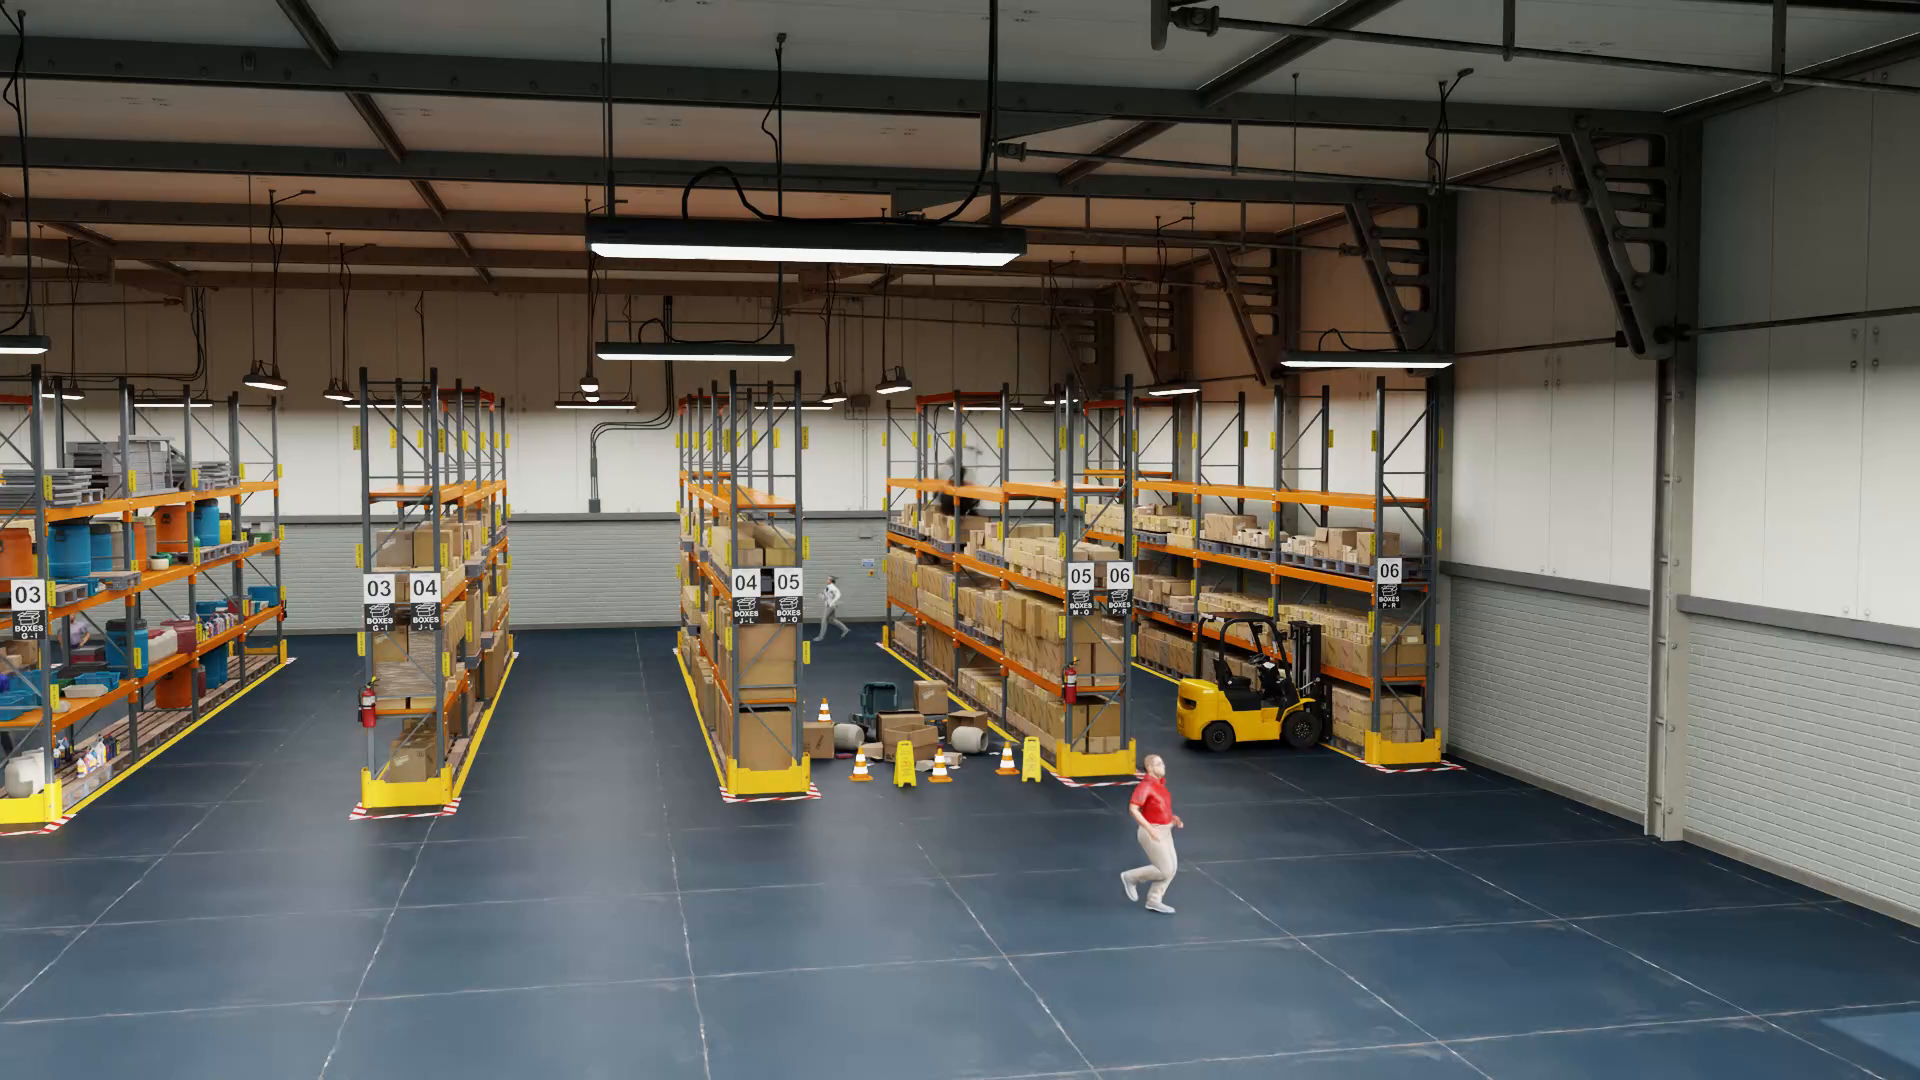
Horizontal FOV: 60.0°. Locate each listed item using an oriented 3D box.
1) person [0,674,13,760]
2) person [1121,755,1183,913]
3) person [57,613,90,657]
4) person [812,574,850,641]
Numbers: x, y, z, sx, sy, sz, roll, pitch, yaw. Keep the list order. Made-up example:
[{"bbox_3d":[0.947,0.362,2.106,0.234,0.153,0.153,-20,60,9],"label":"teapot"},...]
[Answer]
[{"bbox_3d":[-14.865,2.650,25.605,0.579,1.672,0.861,-1,3,-10],"label":"person"},{"bbox_3d":[2.042,3.116,17.682,0.599,1.684,0.670,2,4,26],"label":"person"},{"bbox_3d":[-17.800,2.213,33.359,0.581,1.602,0.536,-1,4,-17],"label":"person"},{"bbox_3d":[-3.216,1.671,41.465,0.941,1.676,0.620,0,3,-7],"label":"person"}]
